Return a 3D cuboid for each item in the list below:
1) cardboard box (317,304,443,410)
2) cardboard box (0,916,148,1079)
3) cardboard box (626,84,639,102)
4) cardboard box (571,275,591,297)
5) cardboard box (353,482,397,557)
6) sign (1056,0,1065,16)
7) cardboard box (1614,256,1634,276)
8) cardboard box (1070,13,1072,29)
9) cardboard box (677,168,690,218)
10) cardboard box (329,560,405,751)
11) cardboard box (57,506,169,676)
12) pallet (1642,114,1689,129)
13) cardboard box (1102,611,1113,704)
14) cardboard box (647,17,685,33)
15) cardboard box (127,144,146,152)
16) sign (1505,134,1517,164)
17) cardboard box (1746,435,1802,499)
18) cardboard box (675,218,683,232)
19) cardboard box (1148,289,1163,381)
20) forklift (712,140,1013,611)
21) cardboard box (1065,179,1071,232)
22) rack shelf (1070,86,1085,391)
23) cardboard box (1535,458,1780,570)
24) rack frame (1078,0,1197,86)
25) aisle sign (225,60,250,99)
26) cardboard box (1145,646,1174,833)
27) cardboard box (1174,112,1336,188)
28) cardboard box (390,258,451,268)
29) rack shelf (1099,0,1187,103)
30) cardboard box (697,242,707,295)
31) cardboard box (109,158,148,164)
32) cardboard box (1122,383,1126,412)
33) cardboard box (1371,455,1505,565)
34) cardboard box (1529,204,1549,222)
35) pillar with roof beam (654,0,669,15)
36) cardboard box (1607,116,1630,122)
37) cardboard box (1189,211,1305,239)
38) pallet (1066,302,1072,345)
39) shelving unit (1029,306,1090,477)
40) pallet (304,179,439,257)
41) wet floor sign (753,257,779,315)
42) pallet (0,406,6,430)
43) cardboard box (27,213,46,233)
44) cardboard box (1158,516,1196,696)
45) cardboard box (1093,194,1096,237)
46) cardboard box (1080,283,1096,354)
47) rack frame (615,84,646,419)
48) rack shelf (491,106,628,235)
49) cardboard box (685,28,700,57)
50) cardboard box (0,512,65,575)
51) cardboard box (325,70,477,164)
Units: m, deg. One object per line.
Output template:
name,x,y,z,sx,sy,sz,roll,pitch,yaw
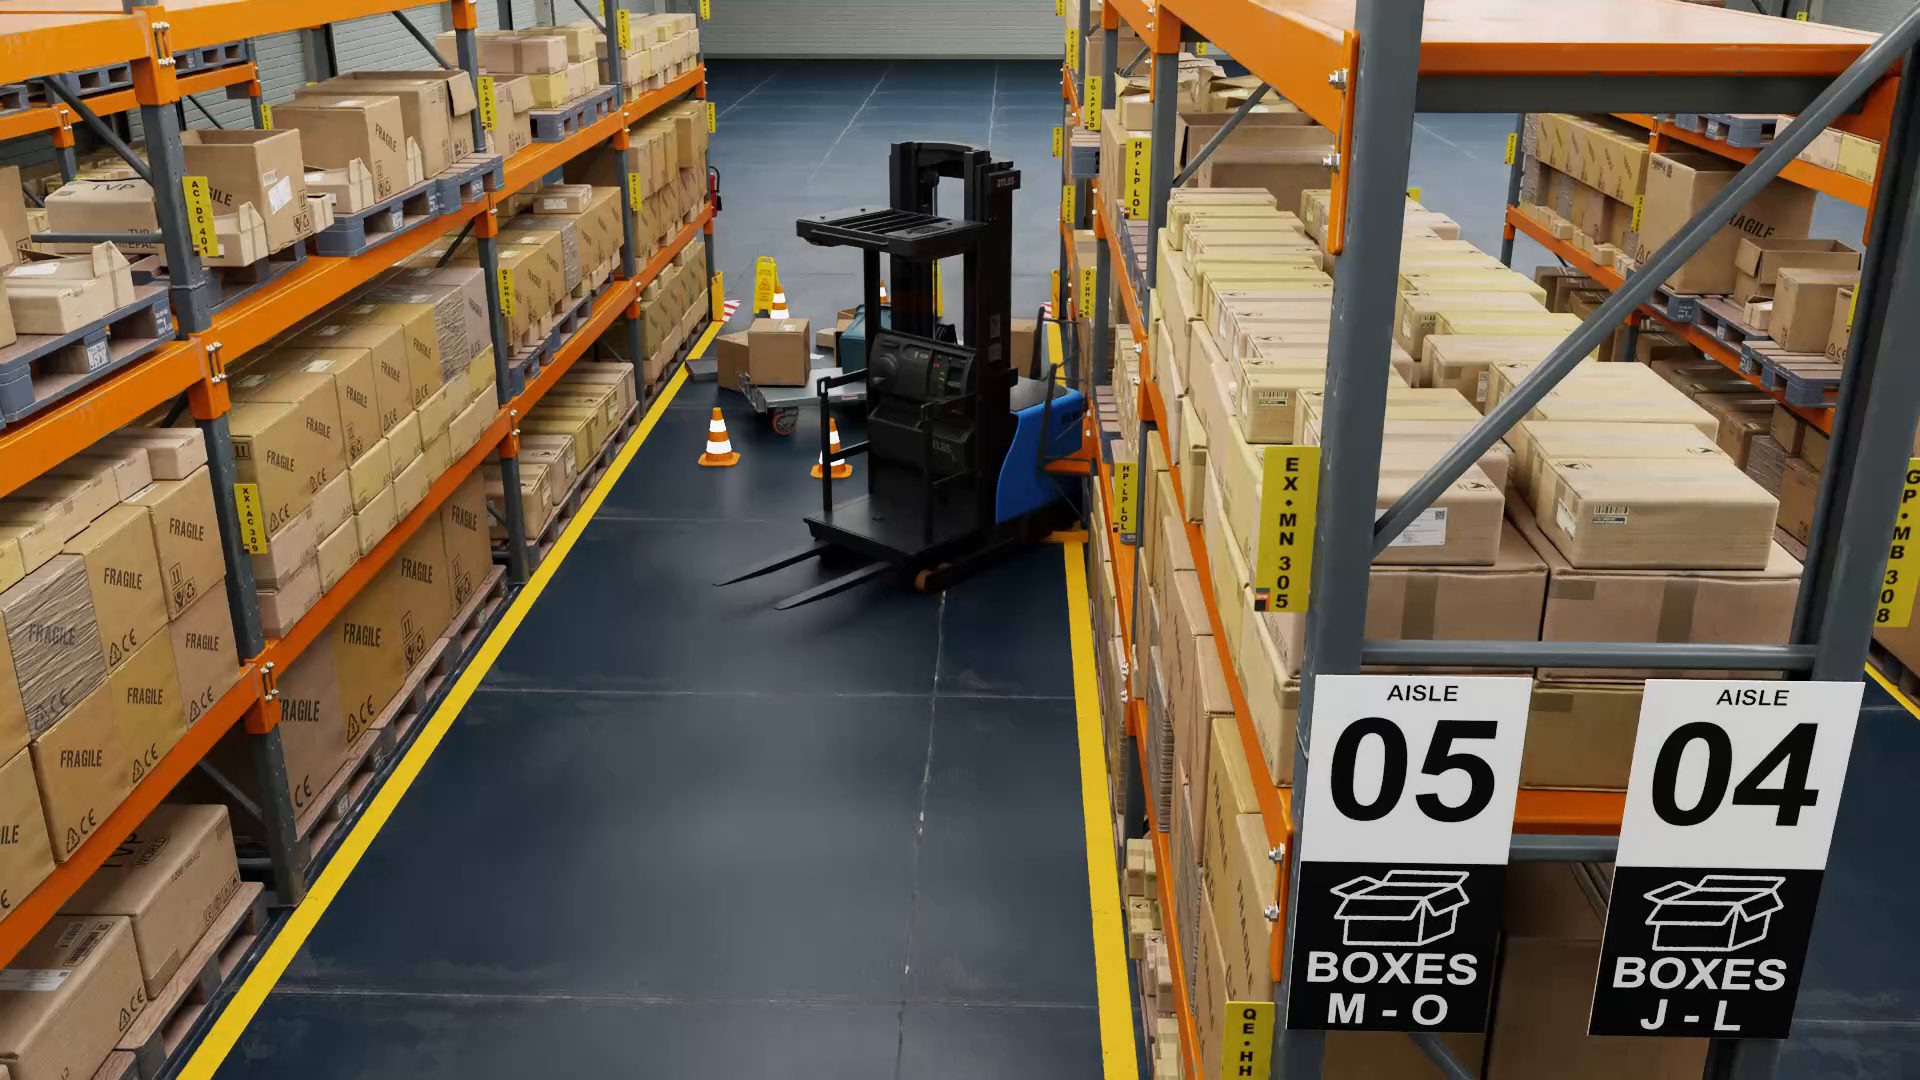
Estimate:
cardboard box,-3.337,-1.061,9.596,0.500,0.500,0.500,1,21,2
cardboard box,-3.828,1.891,6.469,0.875,0.438,0.875,0,21,0
cardboard box,-3.111,-4.035,14.981,0.380,0.149,0.250,1,21,2
cardboard box,-3.217,-2.070,13.485,0.380,0.149,0.250,1,21,2
cardboard box,-3.352,-0.115,8.887,0.500,0.250,0.500,0,21,1
sign,1.086,-5.829,17.940,0.100,0.325,0.005,1,21,2
cardboard box,6.204,-2.495,15.159,0.380,0.149,0.250,1,21,2
cardboard box,1.325,-4.968,16.117,0.500,0.250,0.500,1,21,1
cardboard box,-3.090,-3.620,17.162,0.500,0.500,0.500,1,21,1
cardboard box,-3.716,0.586,9.228,0.887,0.875,0.887,1,21,2
cardboard box,-3.437,0.187,6.379,0.507,0.500,0.507,1,21,2
pallet,6.349,-3.529,13.591,1.213,0.211,1.003,1,21,2
cardboard box,1.082,0.689,9.481,0.500,0.500,0.500,0,21,0
cardboard box,-3.061,-5.338,17.238,0.380,0.149,0.250,0,21,1
cardboard box,-8.536,-4.043,17.355,0.380,0.149,0.250,1,21,3
sign,13.480,-4.214,18.047,14.960,0.325,0.005,1,21,2
cardboard box,6.357,-0.477,12.459,0.700,0.500,0.500,-1,21,-3
cardboard box,-3.076,-3.278,17.177,0.380,0.149,0.250,0,21,1
cardboard box,0.998,-0.803,6.512,0.500,0.250,0.500,2,21,4
forklift,-0.527,-1.402,12.091,2.033,2.935,3.733,18,27,38
cardboard box,1.537,-3.513,17.228,0.875,0.550,0.550,1,21,2
rack shelf,8.907,-1.719,12.812,15.905,3.000,4.168,1,21,2
cardboard box,1.392,-0.055,3.342,0.380,0.149,0.250,0,21,1
rack frame,1.519,-5.328,13.821,1.000,3.000,0.127,1,21,2
aisle sign,-7.976,-5.281,18.400,0.394,0.787,0.004,1,21,2
cardboard box,0.950,0.713,5.996,0.500,0.500,0.500,0,21,0
cardboard box,1.454,-1.838,8.250,0.797,0.503,0.637,0,21,1
cardboard box,-3.817,-1.652,11.509,0.500,0.500,0.500,0,21,0
rack shelf,1.337,-2.637,8.433,1.077,0.370,4.000,1,21,2
cardboard box,-3.494,-1.280,11.807,0.853,1.989,13.684,1,21,2
cardboard box,-8.127,-3.669,16.392,0.380,0.149,0.250,1,21,1
cardboard box,1.164,-0.844,9.913,0.380,0.149,0.250,1,21,2
cardboard box,0.871,-0.064,3.364,0.380,0.149,0.250,0,21,1
cardboard box,6.299,-3.489,17.721,0.380,0.149,0.250,1,21,2
pillar with roof beam,-3.978,-17.404,44.942,9.100,9.000,0.400,1,21,2
cardboard box,6.799,-3.975,16.695,0.500,0.500,0.500,1,21,2
cardboard box,1.032,-1.095,6.021,0.380,0.149,0.250,0,21,1
pallet,1.695,-2.388,18.391,1.003,0.211,1.213,1,21,2
shelving unit,0.788,-0.867,12.623,0.500,1.500,0.985,4,31,-5
pallet,-3.551,-1.776,9.073,1.003,0.211,1.213,2,21,4
wet floor sign,-2.235,-2.955,19.253,0.267,0.644,0.232,8,23,20
pallet,-3.750,-0.278,5.075,1.003,0.211,1.213,1,21,2
cardboard box,-8.171,-2.732,14.389,0.380,0.149,0.250,0,21,1
cardboard box,0.972,0.240,5.833,0.500,0.500,0.500,1,21,3
cardboard box,1.510,-2.865,14.245,0.700,0.500,0.500,0,21,1
cardboard box,1.175,-1.659,12.519,0.500,0.500,0.500,0,21,1
rack frame,-3.432,-2.549,14.953,1.000,3.000,0.127,1,21,2
rack shelf,-3.492,-2.889,12.677,1.077,0.370,4.000,1,21,2
cardboard box,-3.056,-5.275,17.626,0.500,0.250,0.500,0,21,1
cardboard box,-0.947,-0.345,6.022,5.399,0.750,0.774,0,21,1
cardboard box,-3.414,-2.608,10.232,0.797,0.503,0.637,-1,21,-2
